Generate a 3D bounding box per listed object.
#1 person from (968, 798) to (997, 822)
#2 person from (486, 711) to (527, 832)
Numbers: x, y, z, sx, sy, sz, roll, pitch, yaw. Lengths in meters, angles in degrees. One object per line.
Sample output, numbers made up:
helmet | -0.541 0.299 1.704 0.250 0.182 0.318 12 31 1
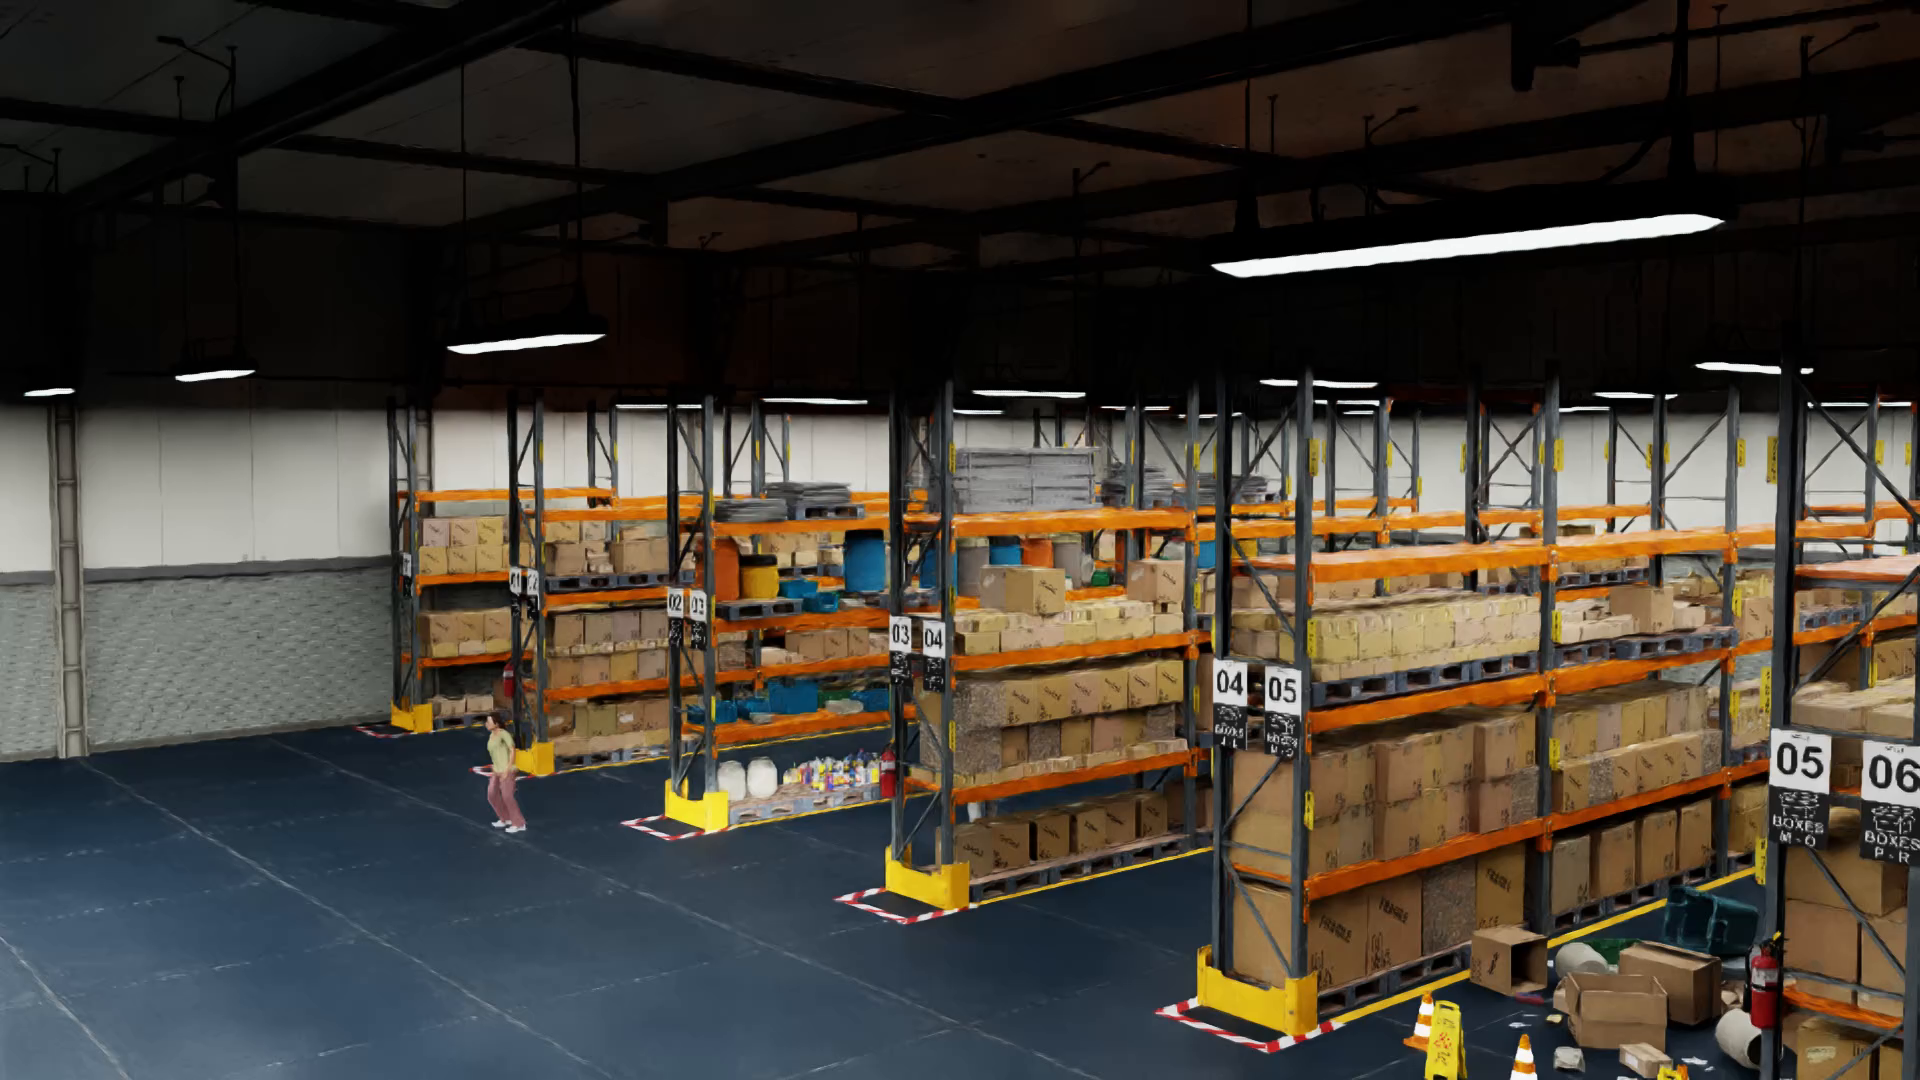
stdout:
person | 0.284 3.021 21.166 0.684 1.774 0.641 -1 3 -14
person | -6.063 3.071 22.116 0.507 1.618 0.598 -3 4 -42
